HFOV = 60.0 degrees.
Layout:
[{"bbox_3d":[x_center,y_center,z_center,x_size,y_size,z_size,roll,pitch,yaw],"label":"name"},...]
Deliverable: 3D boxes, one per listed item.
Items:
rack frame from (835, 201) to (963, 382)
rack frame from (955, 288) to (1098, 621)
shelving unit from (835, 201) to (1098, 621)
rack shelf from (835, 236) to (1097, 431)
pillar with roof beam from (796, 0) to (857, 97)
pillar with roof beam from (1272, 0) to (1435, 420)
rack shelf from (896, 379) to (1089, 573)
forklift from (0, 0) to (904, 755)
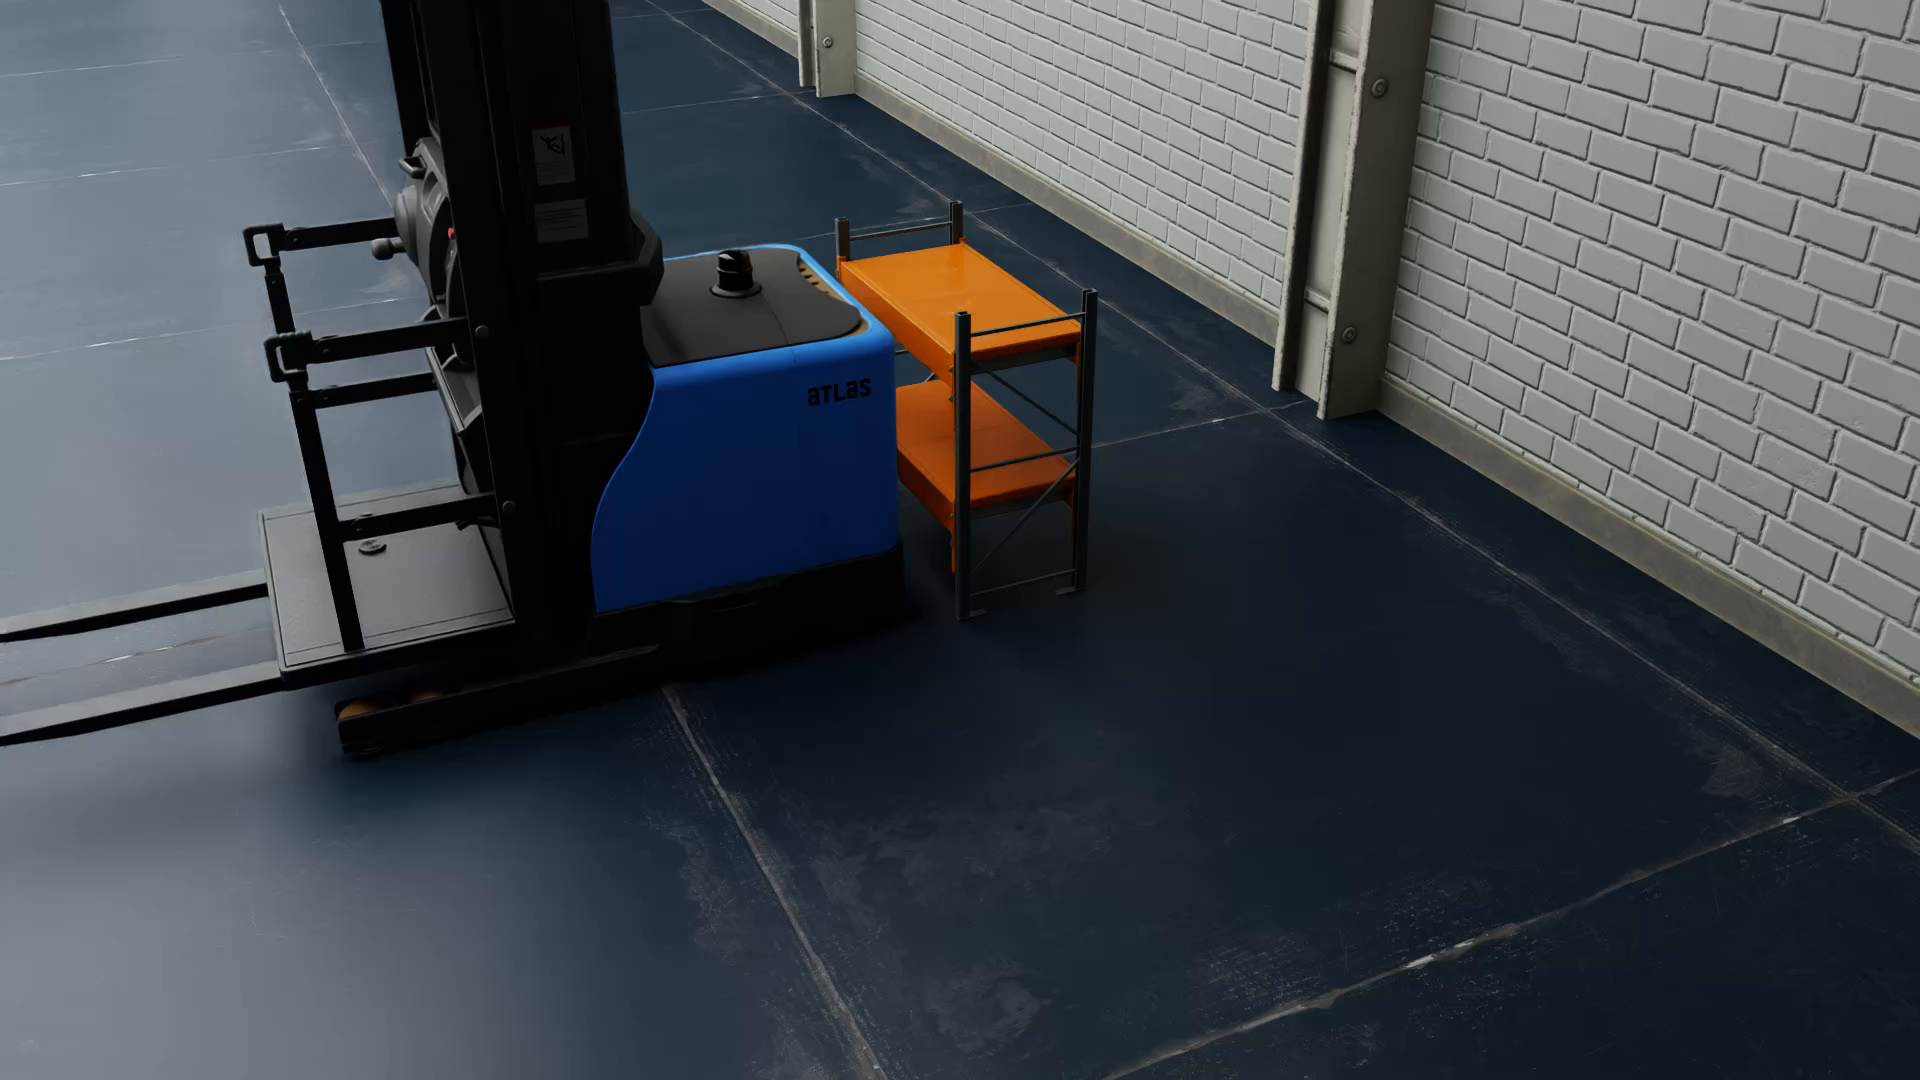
[{"bbox_3d":[-0.221,-0.718,6.381,0.500,1.125,0.032,-13,32,-22],"label":"rack frame"},{"bbox_3d":[0.215,-0.269,5.580,0.500,1.125,0.032,-13,32,-22],"label":"rack frame"},{"bbox_3d":[-0.003,-0.494,5.980,0.538,1.125,1.048,-13,32,-22],"label":"shelving unit"},{"bbox_3d":[-0.003,-0.749,5.837,0.538,0.278,1.000,-13,32,-22],"label":"rack shelf"},{"bbox_3d":[-4.842,-6.307,8.296,9.100,9.000,0.400,-13,32,-22],"label":"pillar with roof beam"},{"bbox_3d":[-2.266,-3.656,3.570,9.100,9.000,0.400,-13,32,-22],"label":"pillar with roof beam"},{"bbox_3d":[-0.003,-0.280,6.100,0.538,0.278,1.000,-13,32,-22],"label":"rack shelf"},{"bbox_3d":[-1.756,-0.917,4.888,3.031,2.935,1.130,-12,31,-21],"label":"forklift"}]
